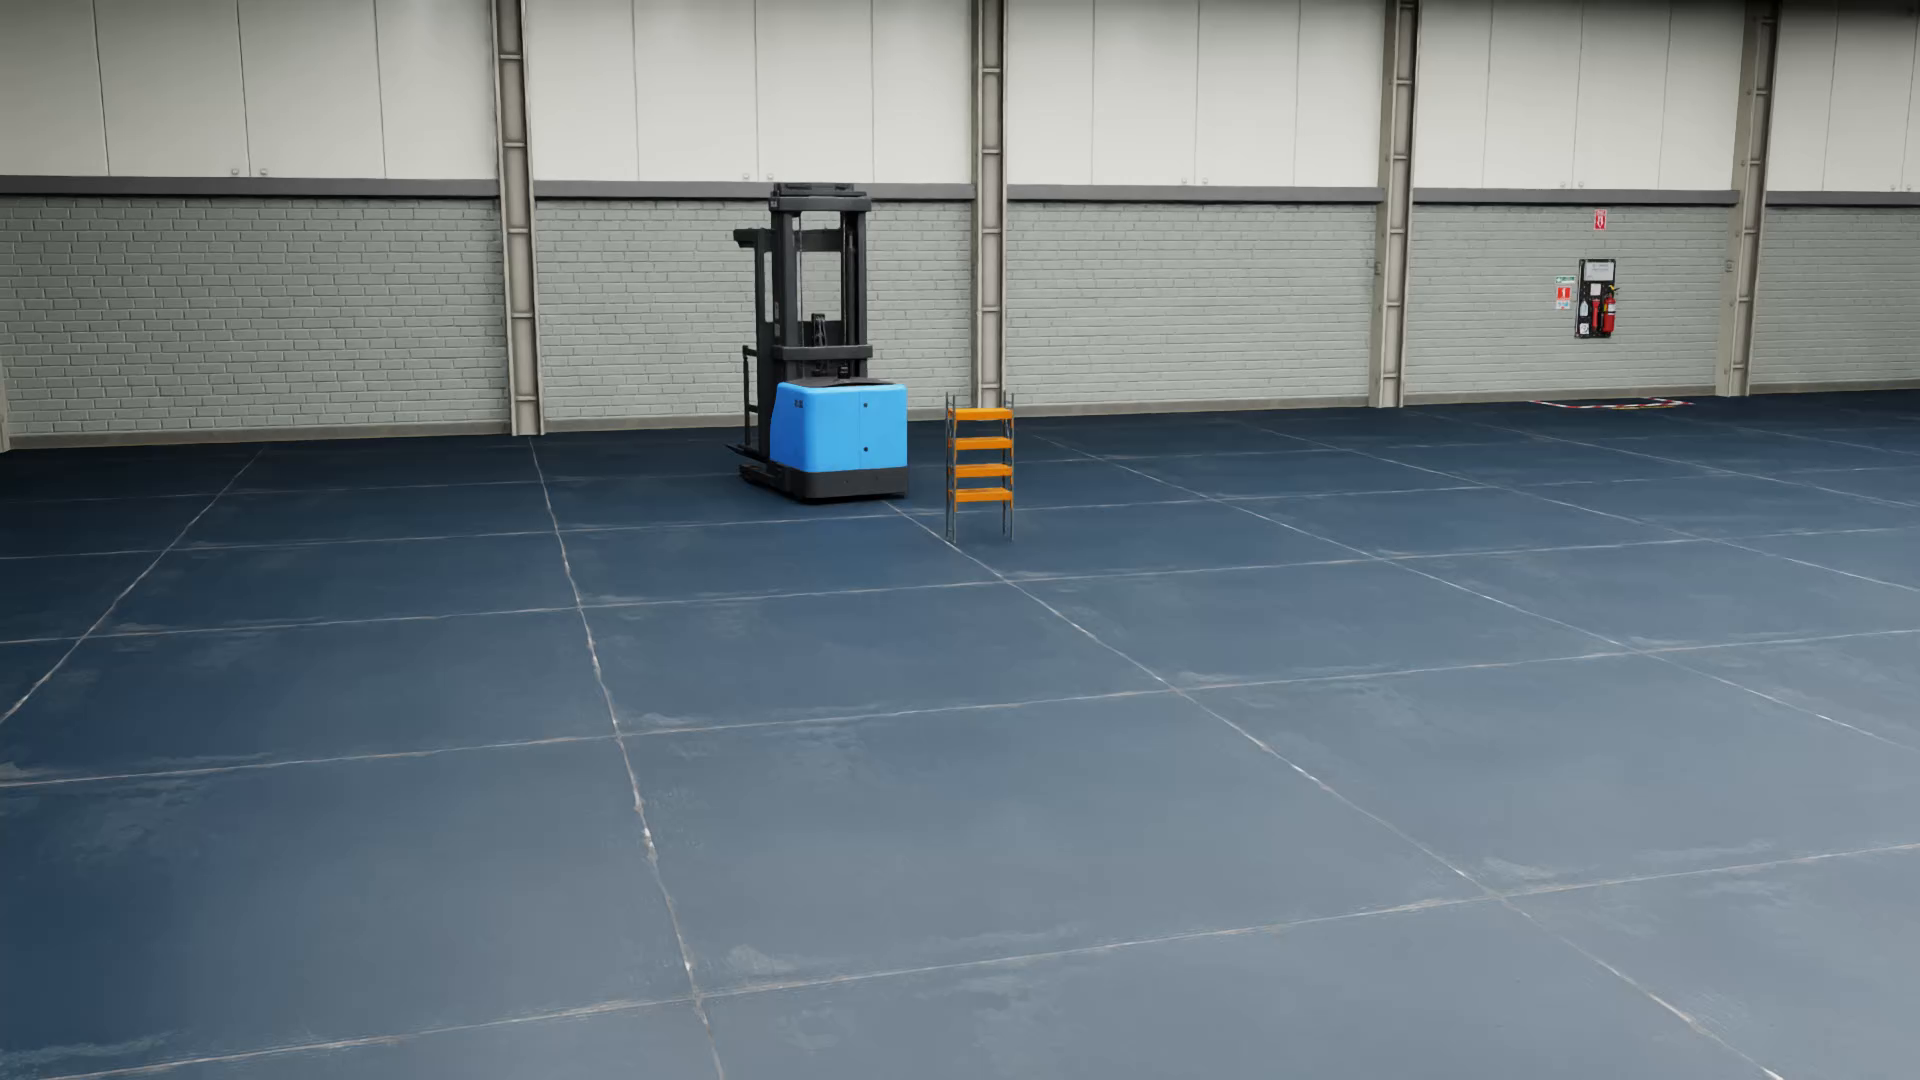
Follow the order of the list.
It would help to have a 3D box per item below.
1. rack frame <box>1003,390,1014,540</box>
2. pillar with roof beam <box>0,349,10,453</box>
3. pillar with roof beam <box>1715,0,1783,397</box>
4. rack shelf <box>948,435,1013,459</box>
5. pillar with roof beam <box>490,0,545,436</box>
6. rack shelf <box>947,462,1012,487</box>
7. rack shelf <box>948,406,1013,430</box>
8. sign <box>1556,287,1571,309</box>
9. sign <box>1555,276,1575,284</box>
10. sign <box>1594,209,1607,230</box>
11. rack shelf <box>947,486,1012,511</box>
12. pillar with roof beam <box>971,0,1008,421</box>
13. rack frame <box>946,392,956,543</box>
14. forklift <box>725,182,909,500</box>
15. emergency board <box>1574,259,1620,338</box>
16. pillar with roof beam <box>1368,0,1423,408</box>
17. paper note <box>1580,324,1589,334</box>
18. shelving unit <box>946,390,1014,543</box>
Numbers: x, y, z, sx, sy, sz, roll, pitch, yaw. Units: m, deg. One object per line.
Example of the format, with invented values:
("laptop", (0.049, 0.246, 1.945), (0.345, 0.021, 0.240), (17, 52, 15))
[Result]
("rack frame", (0.393, -0.611, 13.550), (0.015, 1.200, 0.240), (-3, 11, -16))
("pillar with roof beam", (-9.938, -4.693, 14.182), (0.400, 9.000, 9.100), (-3, 11, -16))
("pillar with roof beam", (13.106, -5.907, 20.779), (0.400, 9.000, 9.100), (-3, 11, -16))
("rack shelf", (0.159, -0.752, 13.455), (0.480, 0.148, 0.258), (-3, 11, -16))
("pillar with roof beam", (-4.177, -4.996, 15.832), (0.400, 9.000, 9.100), (-3, 11, -16))
("rack shelf", (0.159, -0.532, 13.496), (0.480, 0.148, 0.258), (-3, 11, -16))
("rack shelf", (0.159, -0.985, 13.412), (0.480, 0.148, 0.258), (-3, 11, -16))
("sign", (8.959, -3.594, 24.687), (0.234, 0.329, 0.001), (-3, 11, -16))
("sign", (8.966, -3.854, 24.632), (0.331, 0.109, 0.001), (-3, 11, -16))
("sign", (9.483, -4.744, 24.626), (0.199, 0.298, 0.001), (-3, 11, -16))
("rack shelf", (0.159, -0.337, 13.531), (0.480, 0.148, 0.258), (-3, 11, -16))
("pillar with roof beam", (1.584, -5.300, 17.481), (0.400, 9.000, 9.100), (-3, 11, -16))
("rack frame", (-0.075, -0.586, 13.416), (0.015, 1.200, 0.240), (-3, 11, -16))
("forklift", (-1.574, -2.034, 16.499), (1.130, 2.935, 3.031), (-5, 12, -25))
("emergency board", (9.519, -3.587, 24.744), (0.643, 1.169, 0.194), (-3, 11, -16))
("pillar with roof beam", (7.345, -5.604, 19.130), (0.400, 9.000, 9.100), (-3, 11, -16))
("paper note", (9.330, -3.157, 24.841), (0.142, 0.148, 0.016), (-3, 11, -16))
("shelving unit", (0.159, -0.598, 13.483), (0.503, 1.200, 0.258), (-3, 11, -16))
